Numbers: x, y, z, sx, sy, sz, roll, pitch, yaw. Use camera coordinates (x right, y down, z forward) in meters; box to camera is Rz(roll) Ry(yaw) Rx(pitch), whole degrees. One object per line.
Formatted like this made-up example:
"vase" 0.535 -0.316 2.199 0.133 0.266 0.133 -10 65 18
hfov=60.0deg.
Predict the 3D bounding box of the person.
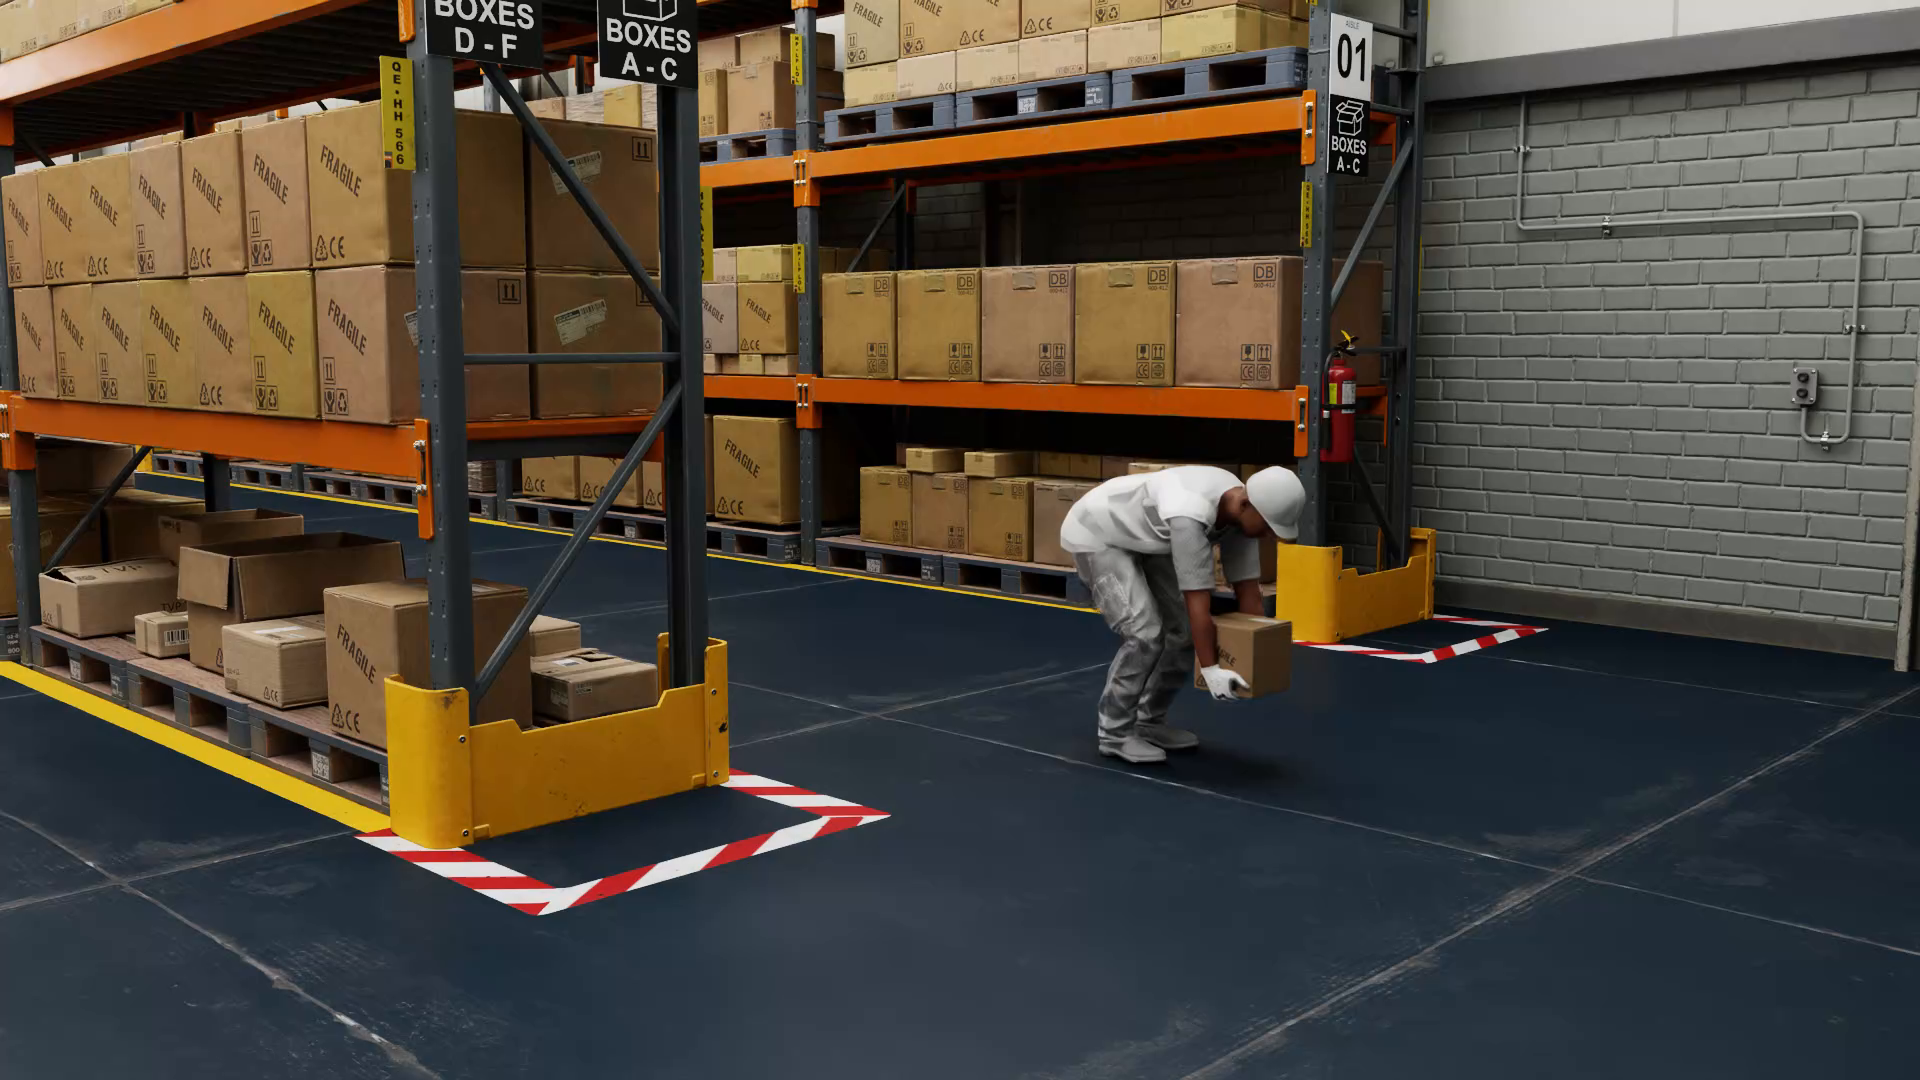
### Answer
"person" 0.834 0.266 6.198 0.974 1.124 0.520 6 9 41
